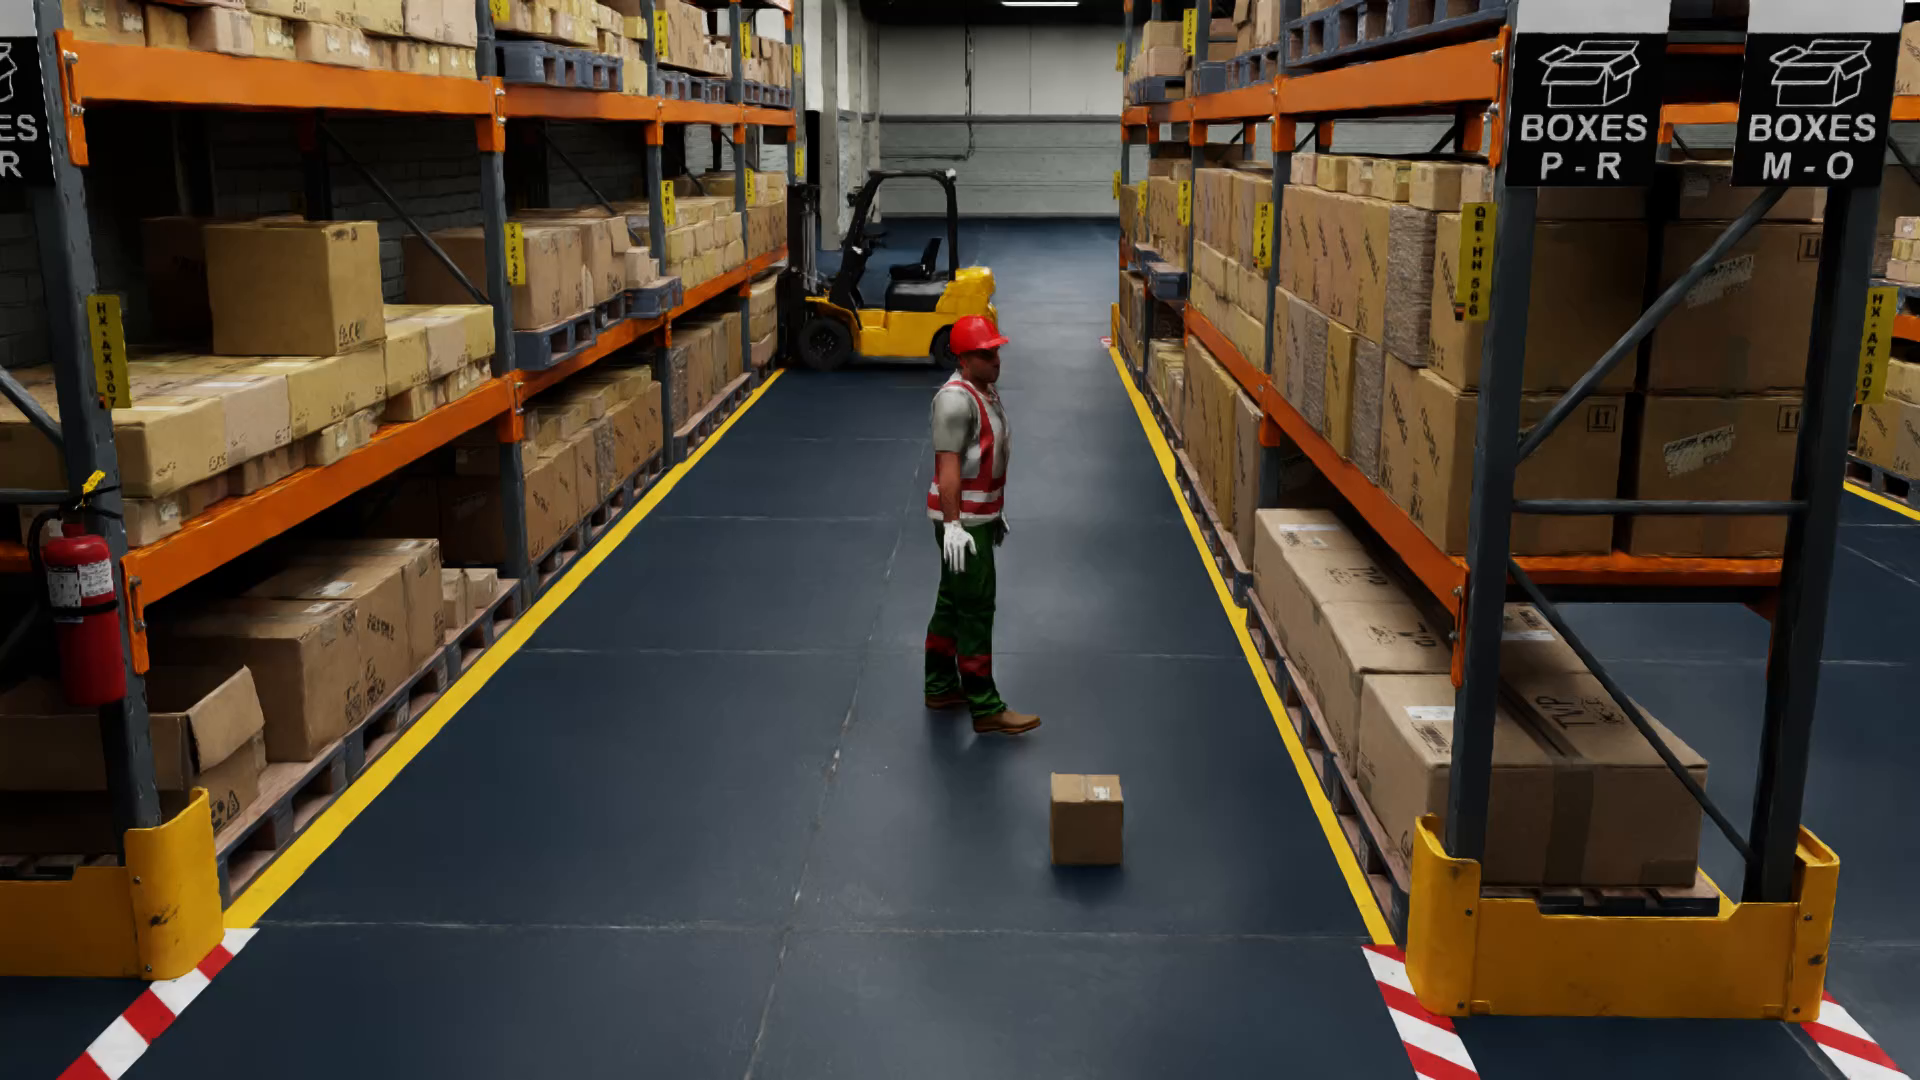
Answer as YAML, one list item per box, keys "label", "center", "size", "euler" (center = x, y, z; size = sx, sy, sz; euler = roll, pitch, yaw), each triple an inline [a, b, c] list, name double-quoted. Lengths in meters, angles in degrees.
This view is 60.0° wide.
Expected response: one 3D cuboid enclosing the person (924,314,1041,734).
- label: "person"
  center: [0.090, -0.069, 7.121]
  size: [0.577, 1.787, 0.689]
  euler: [3, 14, 11]
